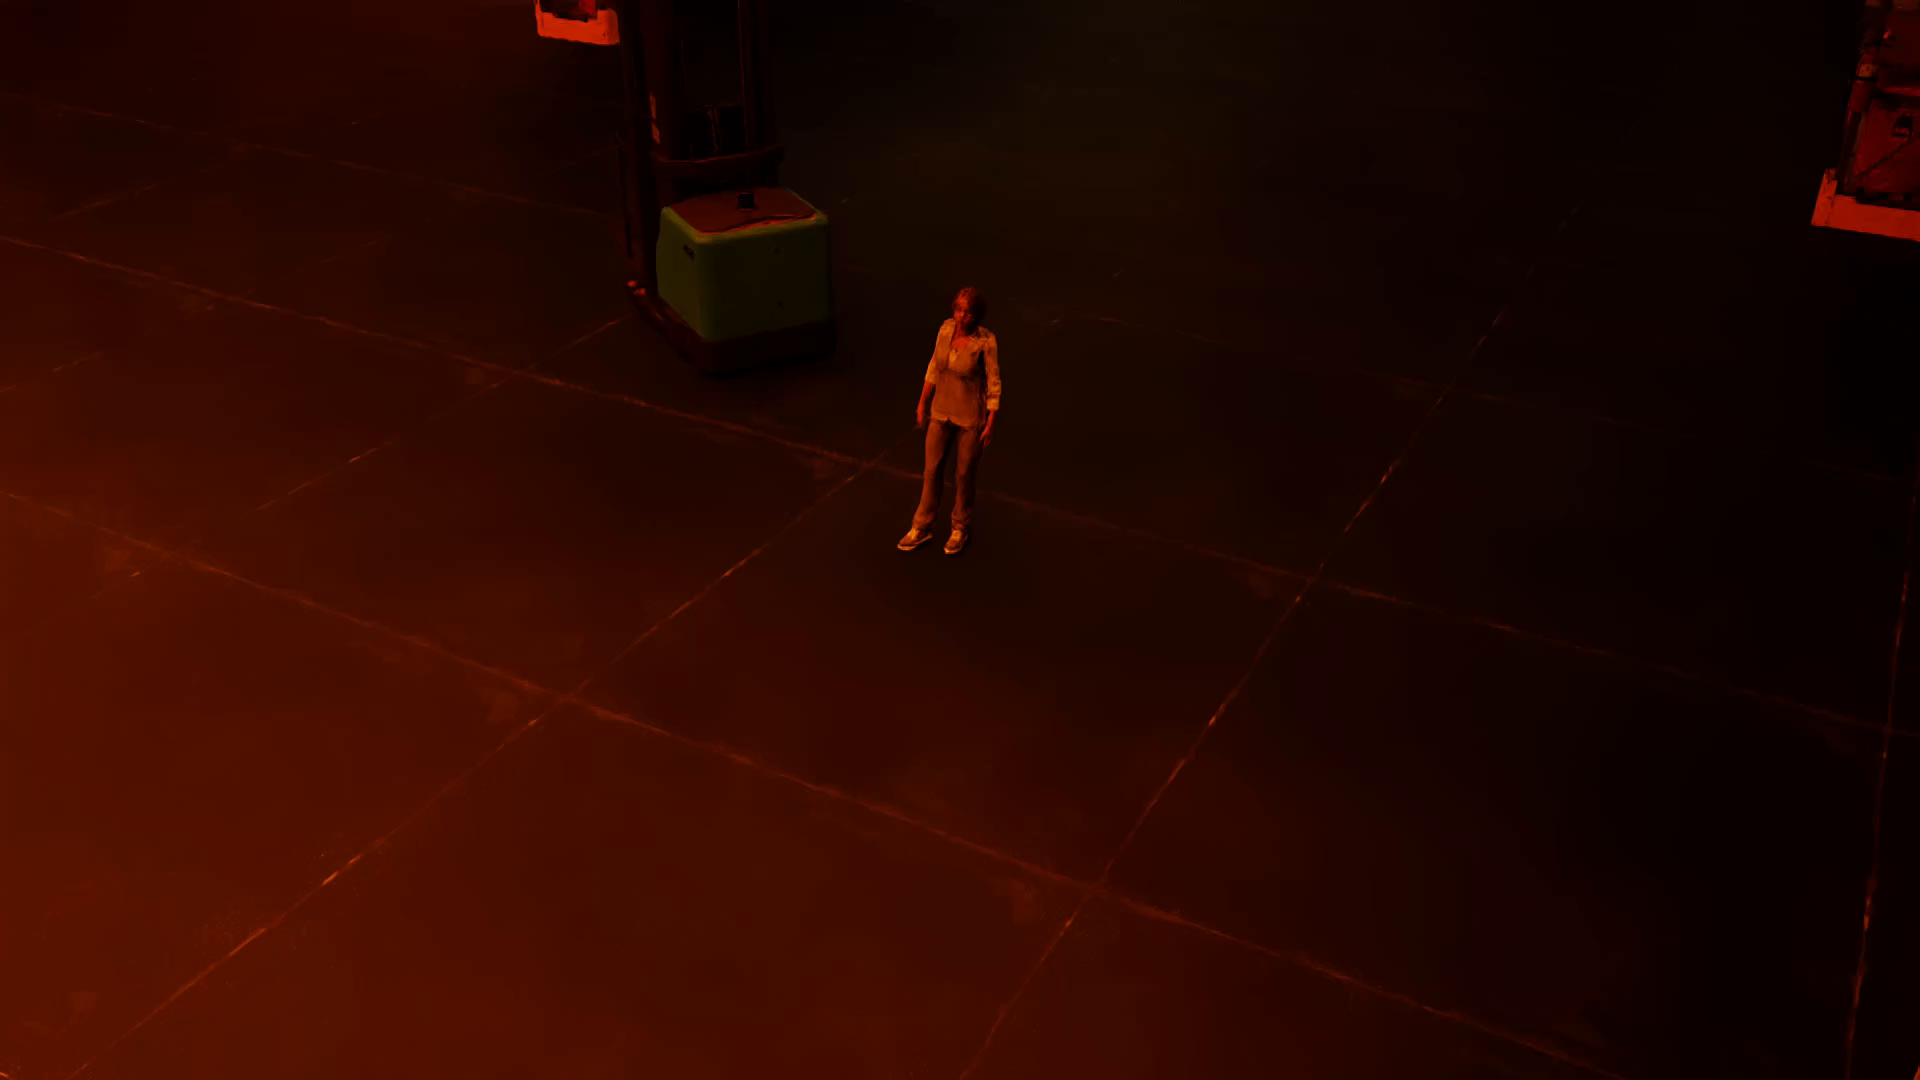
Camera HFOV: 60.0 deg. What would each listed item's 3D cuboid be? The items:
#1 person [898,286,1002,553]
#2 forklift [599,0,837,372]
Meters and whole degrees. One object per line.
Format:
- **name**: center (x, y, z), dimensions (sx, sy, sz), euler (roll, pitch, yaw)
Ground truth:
- **person**: center (-0.048, -0.668, 9.550), dimensions (0.521, 1.597, 0.474), euler (15, 33, 25)
- **forklift**: center (-2.048, -3.188, 12.594), dimensions (1.130, 2.935, 3.031), euler (-15, 33, -24)
